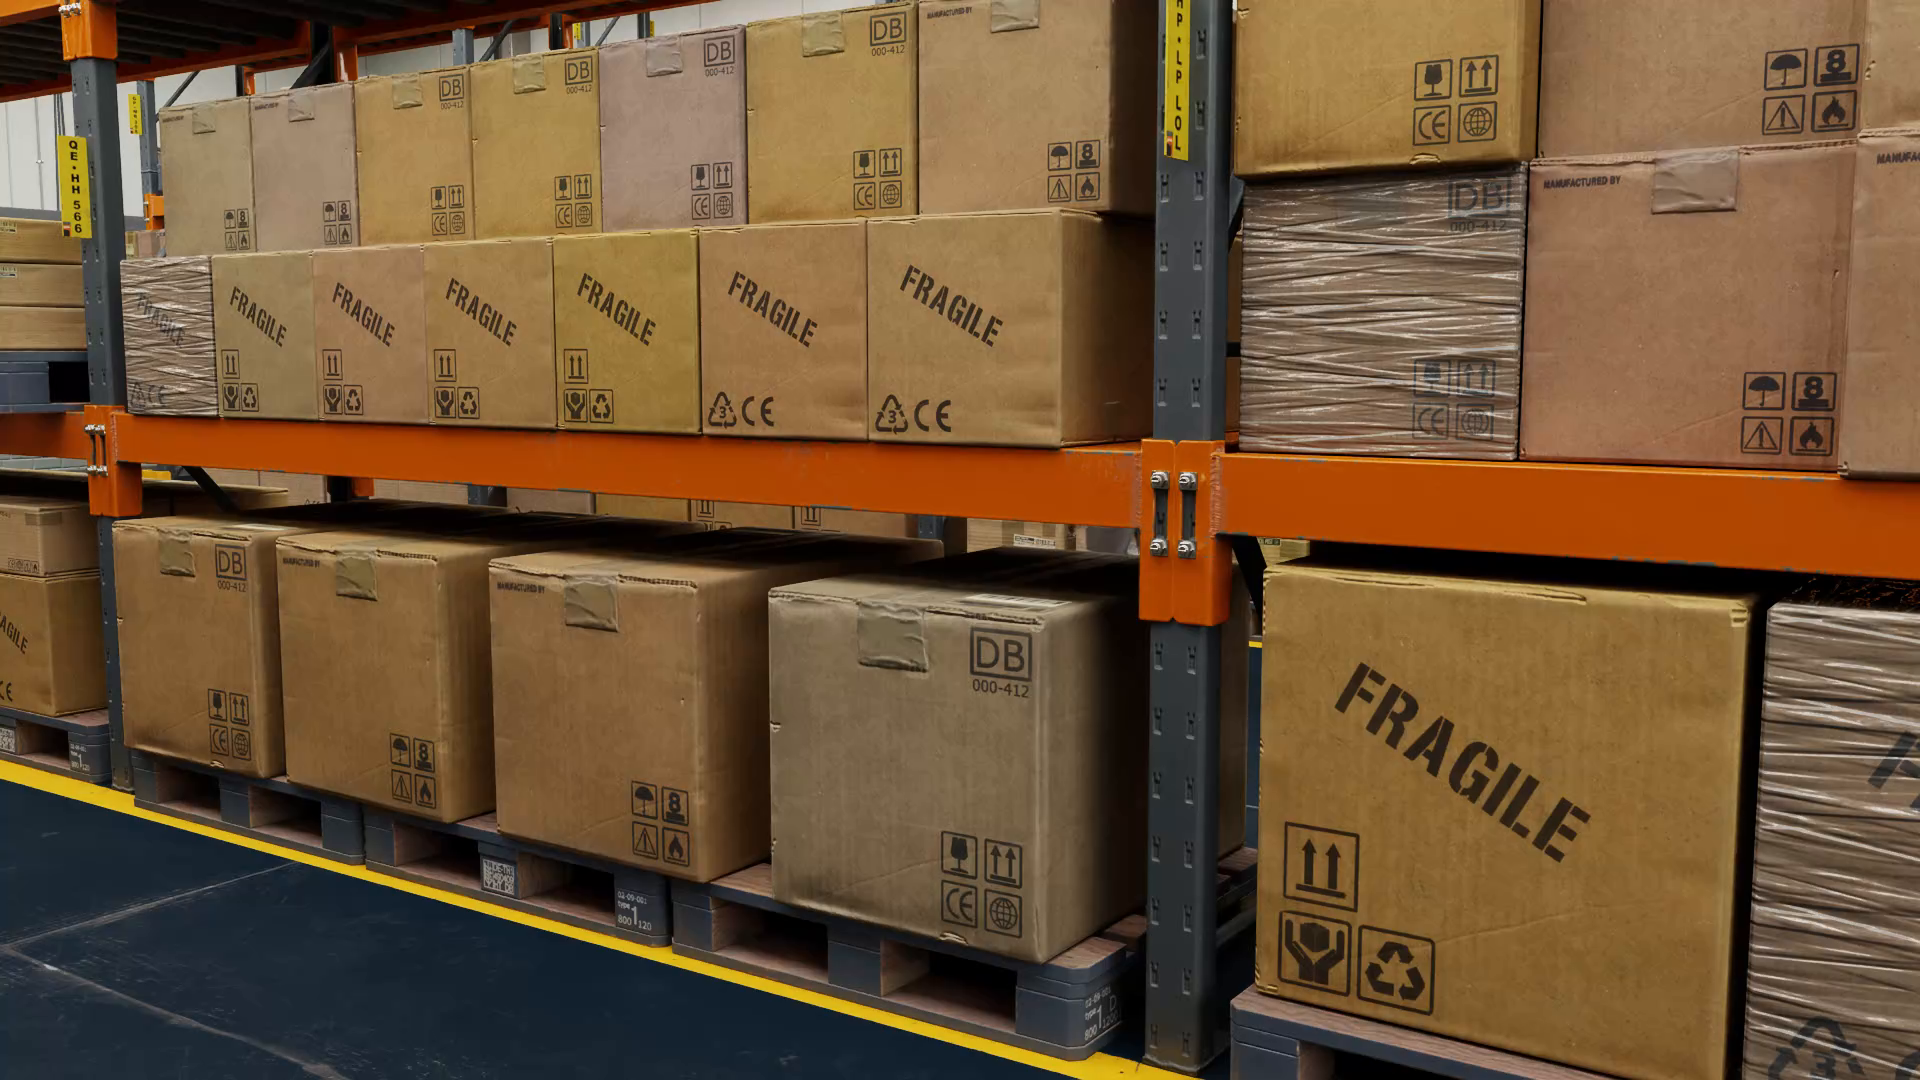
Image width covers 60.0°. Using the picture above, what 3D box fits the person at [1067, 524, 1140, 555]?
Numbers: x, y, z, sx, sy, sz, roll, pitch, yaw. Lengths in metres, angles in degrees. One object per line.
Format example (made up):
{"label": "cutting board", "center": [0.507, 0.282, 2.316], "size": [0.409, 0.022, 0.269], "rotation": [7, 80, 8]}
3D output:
{"label": "person", "center": [0.759, -0.168, 7.222], "size": [0.585, 1.686, 0.368], "rotation": [-2, 7, -16]}
